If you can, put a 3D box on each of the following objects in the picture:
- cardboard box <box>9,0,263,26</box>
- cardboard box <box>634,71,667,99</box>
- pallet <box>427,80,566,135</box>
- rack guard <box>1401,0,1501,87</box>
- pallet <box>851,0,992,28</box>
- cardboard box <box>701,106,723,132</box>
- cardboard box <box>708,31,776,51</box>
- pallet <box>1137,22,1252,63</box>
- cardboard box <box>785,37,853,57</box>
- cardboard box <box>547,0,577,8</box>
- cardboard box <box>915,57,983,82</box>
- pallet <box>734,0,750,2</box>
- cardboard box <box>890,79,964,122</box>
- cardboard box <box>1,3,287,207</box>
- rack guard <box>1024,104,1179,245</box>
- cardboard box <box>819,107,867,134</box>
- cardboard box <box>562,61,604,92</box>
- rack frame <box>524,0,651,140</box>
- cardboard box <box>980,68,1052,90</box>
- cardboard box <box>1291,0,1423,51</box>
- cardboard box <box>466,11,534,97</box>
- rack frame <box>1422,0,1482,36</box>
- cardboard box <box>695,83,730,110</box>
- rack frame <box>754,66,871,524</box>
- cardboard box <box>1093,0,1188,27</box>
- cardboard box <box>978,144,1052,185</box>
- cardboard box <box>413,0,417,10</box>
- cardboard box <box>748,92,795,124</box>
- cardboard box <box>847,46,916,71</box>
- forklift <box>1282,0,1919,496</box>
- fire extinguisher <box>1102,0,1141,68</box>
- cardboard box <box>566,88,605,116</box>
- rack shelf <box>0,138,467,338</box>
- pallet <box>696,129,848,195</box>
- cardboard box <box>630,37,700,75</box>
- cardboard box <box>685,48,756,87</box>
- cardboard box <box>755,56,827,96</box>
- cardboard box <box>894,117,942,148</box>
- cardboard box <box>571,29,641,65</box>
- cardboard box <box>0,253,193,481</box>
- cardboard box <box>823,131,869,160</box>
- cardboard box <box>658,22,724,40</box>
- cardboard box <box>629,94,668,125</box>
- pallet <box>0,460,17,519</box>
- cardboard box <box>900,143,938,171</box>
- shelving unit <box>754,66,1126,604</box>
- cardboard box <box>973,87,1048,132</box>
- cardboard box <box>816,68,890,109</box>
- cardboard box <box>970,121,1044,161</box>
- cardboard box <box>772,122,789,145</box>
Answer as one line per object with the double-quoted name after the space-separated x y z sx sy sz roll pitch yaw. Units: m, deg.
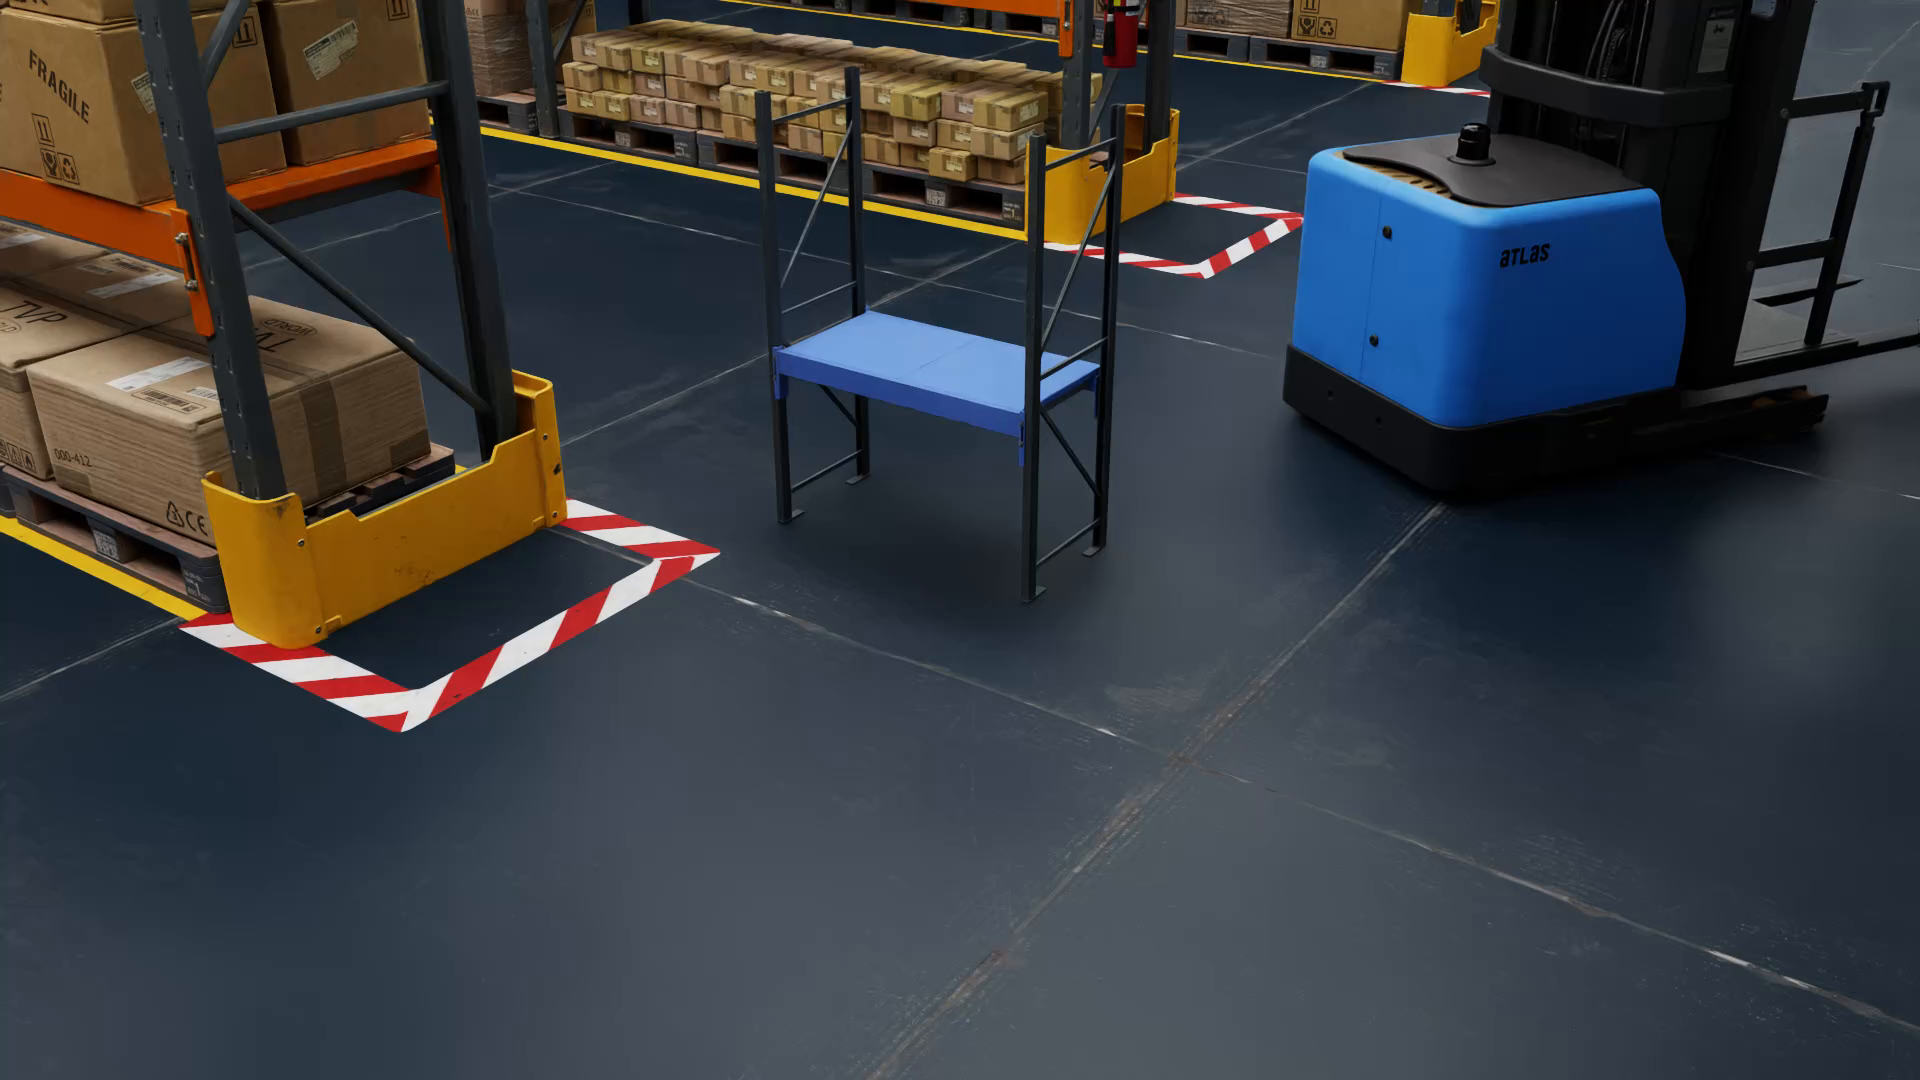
-2.393 -1.782 4.732 0.500 0.500 0.500 18 32 32 "cardboard box"
-1.841 -2.917 10.526 0.250 0.149 0.380 17 32 30 "cardboard box"
-3.082 -3.117 11.643 1.213 0.211 1.003 17 32 30 "pallet"
3.769 -3.842 12.748 0.348 0.500 1.175 17 32 30 "rack guard"
-0.226 -4.916 15.178 1.213 0.211 1.003 17 32 30 "pallet"
-1.388 -2.649 10.327 0.250 0.149 0.380 16 31 28 "cardboard box"
-1.386 -3.141 10.638 0.250 0.149 0.380 18 32 32 "cardboard box"
2.045 -4.209 13.788 1.213 0.211 1.003 17 32 30 "pallet"
-0.882 -3.041 10.443 0.250 0.149 0.380 16 31 29 "cardboard box"
-2.899 -3.857 11.487 0.500 0.250 0.500 16 31 28 "cardboard box"
-0.063 -2.748 9.867 0.250 0.149 0.380 16 31 28 "cardboard box"
-2.237 -5.543 16.409 1.213 0.211 1.003 17 32 30 "pallet"
-0.182 -2.462 9.304 0.250 0.149 0.380 17 31 29 "cardboard box"
-2.409 -1.327 4.939 0.500 0.500 0.500 18 32 31 "cardboard box"
0.796 -2.039 9.206 0.348 0.500 1.175 17 32 30 "rack guard"
-0.602 -2.473 9.654 0.250 0.149 0.380 18 32 31 "cardboard box"
-2.321 -2.997 10.685 0.250 0.149 0.380 19 33 33 "cardboard box"
-2.439 -4.161 10.619 0.127 3.000 1.000 17 32 30 "rack frame"
0.323 -2.603 9.582 0.250 0.149 0.380 18 32 31 "cardboard box"
3.177 -4.337 12.844 0.875 0.875 0.875 17 32 30 "cardboard box"
-3.192 -3.330 11.279 0.500 0.500 0.500 17 31 29 "cardboard box"
3.750 -4.962 12.193 0.127 3.000 1.000 17 32 30 "rack frame"
-1.406 -2.767 10.232 0.250 0.149 0.380 19 33 33 "cardboard box"
-0.489 -0.821 5.709 0.032 1.500 0.500 17 32 30 "rack frame"
1.693 -4.799 13.752 0.875 0.875 0.875 17 32 30 "cardboard box"
0.306 -2.107 9.264 0.250 0.149 0.380 18 32 31 "cardboard box"
-3.612 -3.802 11.380 0.500 0.250 0.500 19 33 33 "cardboard box"
-1.045 -2.606 9.915 0.250 0.149 0.380 18 32 31 "cardboard box"
-0.477 -2.908 10.180 0.250 0.149 0.380 18 32 31 "cardboard box"
2.862 -1.900 6.253 3.031 2.935 1.130 -12 29 -22 "forklift"
0.804 -2.696 8.236 0.183 0.674 0.296 17 32 30 "fire extinguisher"
-2.321 -2.864 10.750 0.250 0.149 0.380 16 31 28 "cardboard box"
-3.510 -1.450 6.085 4.000 0.370 1.077 17 32 30 "rack shelf"
-0.856 -2.446 10.323 1.213 0.211 1.003 17 32 30 "pallet"
-1.842 -3.037 10.435 0.250 0.149 0.380 17 31 30 "cardboard box"
-1.451 -2.883 10.132 0.250 0.149 0.380 18 32 31 "cardboard box"
-0.999 -2.766 9.902 0.250 0.149 0.380 17 32 31 "cardboard box"
-0.168 -2.344 9.402 0.250 0.149 0.380 16 31 28 "cardboard box"
-2.272 -3.177 10.709 0.250 0.149 0.380 19 32 32 "cardboard box"
-3.221 -0.666 6.114 0.875 0.438 0.875 18 32 32 "cardboard box"
-0.589 -2.336 9.714 0.250 0.149 0.380 16 31 28 "cardboard box"
-1.765 -3.298 10.947 0.250 0.149 0.380 18 32 31 "cardboard box"
-1.867 -2.751 10.529 0.250 0.149 0.380 17 32 30 "cardboard box"
-3.566 -0.504 6.508 1.213 0.211 1.003 17 32 30 "pallet"
-0.132 -2.236 9.516 0.250 0.149 0.380 17 32 30 "cardboard box"
-0.070 -0.690 5.453 1.048 1.500 0.538 17 32 30 "shelving unit"
0.278 -2.357 9.098 0.250 0.149 0.380 18 32 31 "cardboard box"
-0.612 -2.600 9.576 0.250 0.149 0.380 19 32 32 "cardboard box"
0.262 -2.212 9.141 0.250 0.149 0.380 16 31 29 "cardboard box"
-0.969 -2.507 10.049 0.250 0.149 0.380 18 32 32 "cardboard box"
